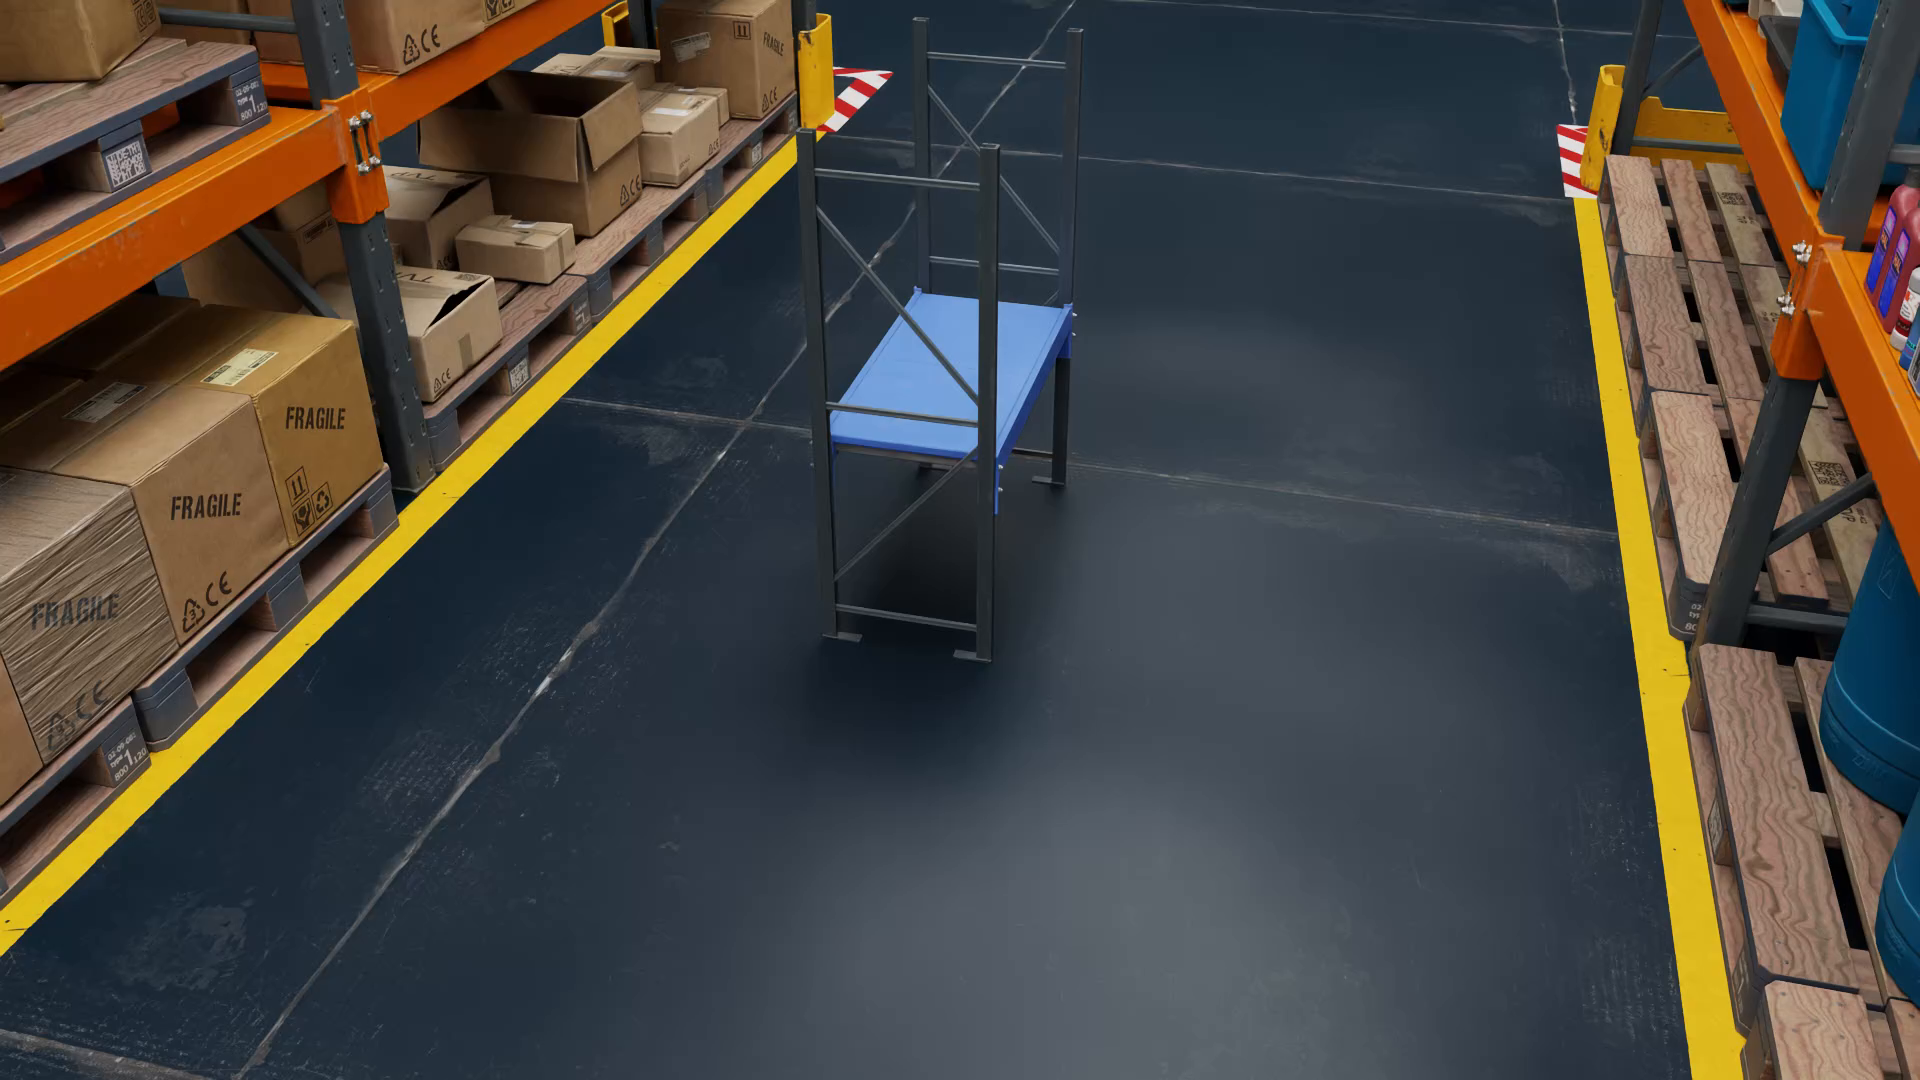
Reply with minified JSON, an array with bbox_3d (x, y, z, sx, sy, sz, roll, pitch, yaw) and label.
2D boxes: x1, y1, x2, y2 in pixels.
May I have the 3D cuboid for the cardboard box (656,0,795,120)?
[{"bbox_3d":[-1.138,-2.401,8.152,0.500,0.500,0.500,8,33,12],"label":"cardboard box"}]

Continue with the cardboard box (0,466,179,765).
[{"bbox_3d":[-2.363,0.169,4.108,0.500,0.500,0.500,8,33,13],"label":"cardboard box"}]

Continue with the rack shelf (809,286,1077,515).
[{"bbox_3d":[-0.022,-0.437,4.875,0.538,0.185,1.000,8,33,12],"label":"rack shelf"}]

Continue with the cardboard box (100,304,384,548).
[{"bbox_3d":[-2.102,-0.346,4.919,0.500,0.500,0.500,8,33,12],"label":"cardboard box"}]

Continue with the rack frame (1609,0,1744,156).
[{"bbox_3d":[3.552,-2.910,7.032,1.000,3.000,0.127,8,33,12],"label":"rack frame"}]

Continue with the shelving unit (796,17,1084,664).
[{"bbox_3d":[-0.022,-0.589,4.778,0.538,1.500,1.048,8,33,12],"label":"shelving unit"}]

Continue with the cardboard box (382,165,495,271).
[{"bbox_3d":[-2.193,-1.285,6.572,0.500,0.311,0.500,8,33,12],"label":"cardboard box"}]

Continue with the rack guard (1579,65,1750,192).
[{"bbox_3d":[3.545,-1.869,7.725,1.175,0.500,0.348,8,33,12],"label":"rack guard"}]

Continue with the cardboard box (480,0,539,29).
[{"bbox_3d":[-1.734,-2.046,5.580,0.500,0.500,0.500,9,33,13],"label":"cardboard box"}]

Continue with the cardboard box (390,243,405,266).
[{"bbox_3d":[-2.346,-1.030,6.322,0.380,0.149,0.250,8,33,12],"label":"cardboard box"}]

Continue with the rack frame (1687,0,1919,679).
[{"bbox_3d":[2.537,-0.834,3.767,1.000,3.000,0.127,8,33,12],"label":"rack frame"}]

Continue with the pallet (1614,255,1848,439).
[{"bbox_3d":[2.993,-0.680,6.122,1.003,0.211,1.213,8,33,12],"label":"pallet"}]

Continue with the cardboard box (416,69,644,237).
[{"bbox_3d":[-1.782,-1.618,6.917,0.797,0.503,0.637,8,33,12],"label":"cardboard box"}]

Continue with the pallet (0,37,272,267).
[{"bbox_3d":[-2.562,-1.030,4.253,1.003,0.211,1.213,8,33,12],"label":"pallet"}]

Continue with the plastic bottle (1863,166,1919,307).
[{"bbox_3d":[2.031,-0.653,3.590,0.061,0.283,0.133,8,33,12],"label":"plastic bottle"}]

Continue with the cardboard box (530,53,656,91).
[{"bbox_3d":[-1.778,-2.109,7.924,0.500,0.250,0.500,8,33,12],"label":"cardboard box"}]

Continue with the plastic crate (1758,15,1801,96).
[{"bbox_3d":[2.561,-1.361,4.795,0.437,0.125,0.590,8,33,12],"label":"plastic crate"}]

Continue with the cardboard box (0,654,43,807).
[{"bbox_3d":[-2.490,0.433,3.692,0.500,0.500,0.500,7,33,11],"label":"cardboard box"}]

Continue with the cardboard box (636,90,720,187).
[{"bbox_3d":[-1.408,-1.807,7.450,0.500,0.250,0.500,8,33,12],"label":"cardboard box"}]

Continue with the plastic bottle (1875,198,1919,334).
[{"bbox_3d":[1.997,-0.584,3.481,0.061,0.283,0.133,8,33,12],"label":"plastic bottle"}]

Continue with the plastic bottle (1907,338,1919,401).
[{"bbox_3d":[1.958,-0.404,3.205,0.152,0.276,0.135,8,33,12],"label":"plastic bottle"}]

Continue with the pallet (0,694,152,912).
[{"bbox_3d":[-2.731,0.728,3.907,1.003,0.211,1.213,8,33,12],"label":"pallet"}]

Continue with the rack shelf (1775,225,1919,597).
[{"bbox_3d":[2.029,0.507,2.327,1.077,0.370,4.000,8,33,12],"label":"rack shelf"}]

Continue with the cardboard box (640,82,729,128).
[{"bbox_3d":[-1.328,-2.063,7.930,0.380,0.166,0.250,8,33,12],"label":"cardboard box"}]

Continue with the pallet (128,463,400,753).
[{"bbox_3d":[-2.423,0.093,4.906,1.003,0.211,1.213,8,33,12],"label":"pallet"}]

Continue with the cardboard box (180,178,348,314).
[{"bbox_3d":[-2.383,-0.976,5.909,0.500,0.500,0.500,8,33,12],"label":"cardboard box"}]

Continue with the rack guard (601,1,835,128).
[{"bbox_3d":[-1.258,-2.492,8.704,1.175,0.500,0.348,8,33,12],"label":"rack guard"}]

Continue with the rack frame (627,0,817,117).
[{"bbox_3d":[-1.238,-3.586,8.096,1.000,3.000,0.127,8,33,12],"label":"rack frame"}]

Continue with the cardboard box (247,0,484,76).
[{"bbox_3d":[-1.861,-1.780,5.161,0.500,0.500,0.500,9,34,14],"label":"cardboard box"}]

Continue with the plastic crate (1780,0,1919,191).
[{"bbox_3d":[2.325,-1.142,4.209,0.392,0.384,0.575,8,33,12],"label":"plastic crate"}]

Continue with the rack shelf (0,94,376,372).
[{"bbox_3d":[-2.761,-0.169,3.391,1.077,0.370,4.000,8,33,12],"label":"rack shelf"}]

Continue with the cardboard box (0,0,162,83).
[{"bbox_3d":[-2.590,-1.515,4.352,0.700,0.500,0.500,-3,33,-4],"label":"cardboard box"}]

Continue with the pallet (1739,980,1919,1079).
[{"bbox_3d":[1.993,1.372,2.895,1.003,0.211,1.213,8,33,12],"label":"pallet"}]

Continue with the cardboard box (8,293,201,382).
[{"bbox_3d":[-2.612,-0.424,5.040,0.500,0.500,0.500,7,33,10],"label":"cardboard box"}]

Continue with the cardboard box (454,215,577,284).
[{"bbox_3d":[-1.728,-1.139,6.477,0.380,0.166,0.250,8,33,12],"label":"cardboard box"}]

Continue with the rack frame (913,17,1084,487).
[{"bbox_3d":[0.107,-0.852,5.193,0.500,1.500,0.032,8,33,12],"label":"rack frame"}]

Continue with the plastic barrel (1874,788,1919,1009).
[{"bbox_3d":[2.203,0.521,3.198,0.600,0.901,0.708,8,33,12],"label":"plastic barrel"}]

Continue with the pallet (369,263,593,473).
[{"bbox_3d":[-2.078,-0.690,6.139,1.003,0.211,1.213,8,33,12],"label":"pallet"}]

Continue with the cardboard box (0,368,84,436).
[{"bbox_3d":[-2.737,-0.145,4.603,0.500,0.500,0.500,8,33,13],"label":"cardboard box"}]

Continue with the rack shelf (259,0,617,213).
[{"bbox_3d":[-1.746,-2.245,6.656,1.077,0.370,4.000,8,33,12],"label":"rack shelf"}]

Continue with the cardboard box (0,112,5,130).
[{"bbox_3d":[-2.703,-1.149,3.777,0.700,0.500,0.500,13,35,20],"label":"cardboard box"}]

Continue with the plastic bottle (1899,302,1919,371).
[{"bbox_3d":[1.961,-0.466,3.307,0.097,0.271,0.097,0,32,0],"label":"plastic bottle"}]

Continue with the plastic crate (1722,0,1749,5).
[{"bbox_3d":[2.760,-1.942,5.610,0.416,0.233,0.300,8,33,12],"label":"plastic crate"}]

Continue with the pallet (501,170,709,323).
[{"bbox_3d":[-1.771,-1.325,7.138,1.003,0.211,1.213,8,33,12],"label":"pallet"}]

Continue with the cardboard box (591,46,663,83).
[{"bbox_3d":[-1.677,-2.398,8.474,0.380,0.149,0.250,8,33,12],"label":"cardboard box"}]

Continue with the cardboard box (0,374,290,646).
[{"bbox_3d":[-2.235,-0.091,4.517,0.500,0.500,0.500,8,33,13],"label":"cardboard box"}]

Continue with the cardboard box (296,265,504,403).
[{"bbox_3d":[-1.938,-0.750,5.730,0.500,0.311,0.500,8,33,12],"label":"cardboard box"}]

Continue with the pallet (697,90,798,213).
[{"bbox_3d":[-1.459,-1.956,8.131,1.003,0.211,1.213,8,33,12],"label":"pallet"}]

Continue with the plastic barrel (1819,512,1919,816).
[{"bbox_3d":[2.382,0.154,3.776,0.600,0.901,0.708,8,33,12],"label":"plastic barrel"}]

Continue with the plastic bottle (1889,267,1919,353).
[{"bbox_3d":[1.986,-0.487,3.405,0.097,0.201,0.097,0,32,0],"label":"plastic bottle"}]

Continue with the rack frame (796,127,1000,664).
[{"bbox_3d":[-0.151,-0.325,4.363,0.500,1.500,0.032,8,33,12],"label":"rack frame"}]

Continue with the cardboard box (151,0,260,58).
[{"bbox_3d":[-2.375,-1.847,5.267,0.500,0.500,0.500,9,33,13],"label":"cardboard box"}]

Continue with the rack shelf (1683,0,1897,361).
[{"bbox_3d":[3.044,-1.569,5.592,1.077,0.370,4.000,8,33,12],"label":"rack shelf"}]

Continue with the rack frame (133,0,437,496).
[{"bbox_3d":[-2.254,-1.511,4.830,1.000,3.000,0.127,8,33,12],"label":"rack frame"}]

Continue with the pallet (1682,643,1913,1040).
[{"bbox_3d":[2.301,0.737,3.894,1.003,0.211,1.213,8,33,12],"label":"pallet"}]

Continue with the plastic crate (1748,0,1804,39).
[{"bbox_3d":[2.688,-1.693,5.307,0.293,0.136,0.466,8,33,12],"label":"plastic crate"}]

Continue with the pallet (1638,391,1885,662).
[{"bbox_3d":[2.686,-0.044,5.123,1.003,0.211,1.213,8,33,12],"label":"pallet"}]

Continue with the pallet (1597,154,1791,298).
[{"bbox_3d":[3.305,-1.311,7.115,1.003,0.211,1.213,8,33,12],"label":"pallet"}]
